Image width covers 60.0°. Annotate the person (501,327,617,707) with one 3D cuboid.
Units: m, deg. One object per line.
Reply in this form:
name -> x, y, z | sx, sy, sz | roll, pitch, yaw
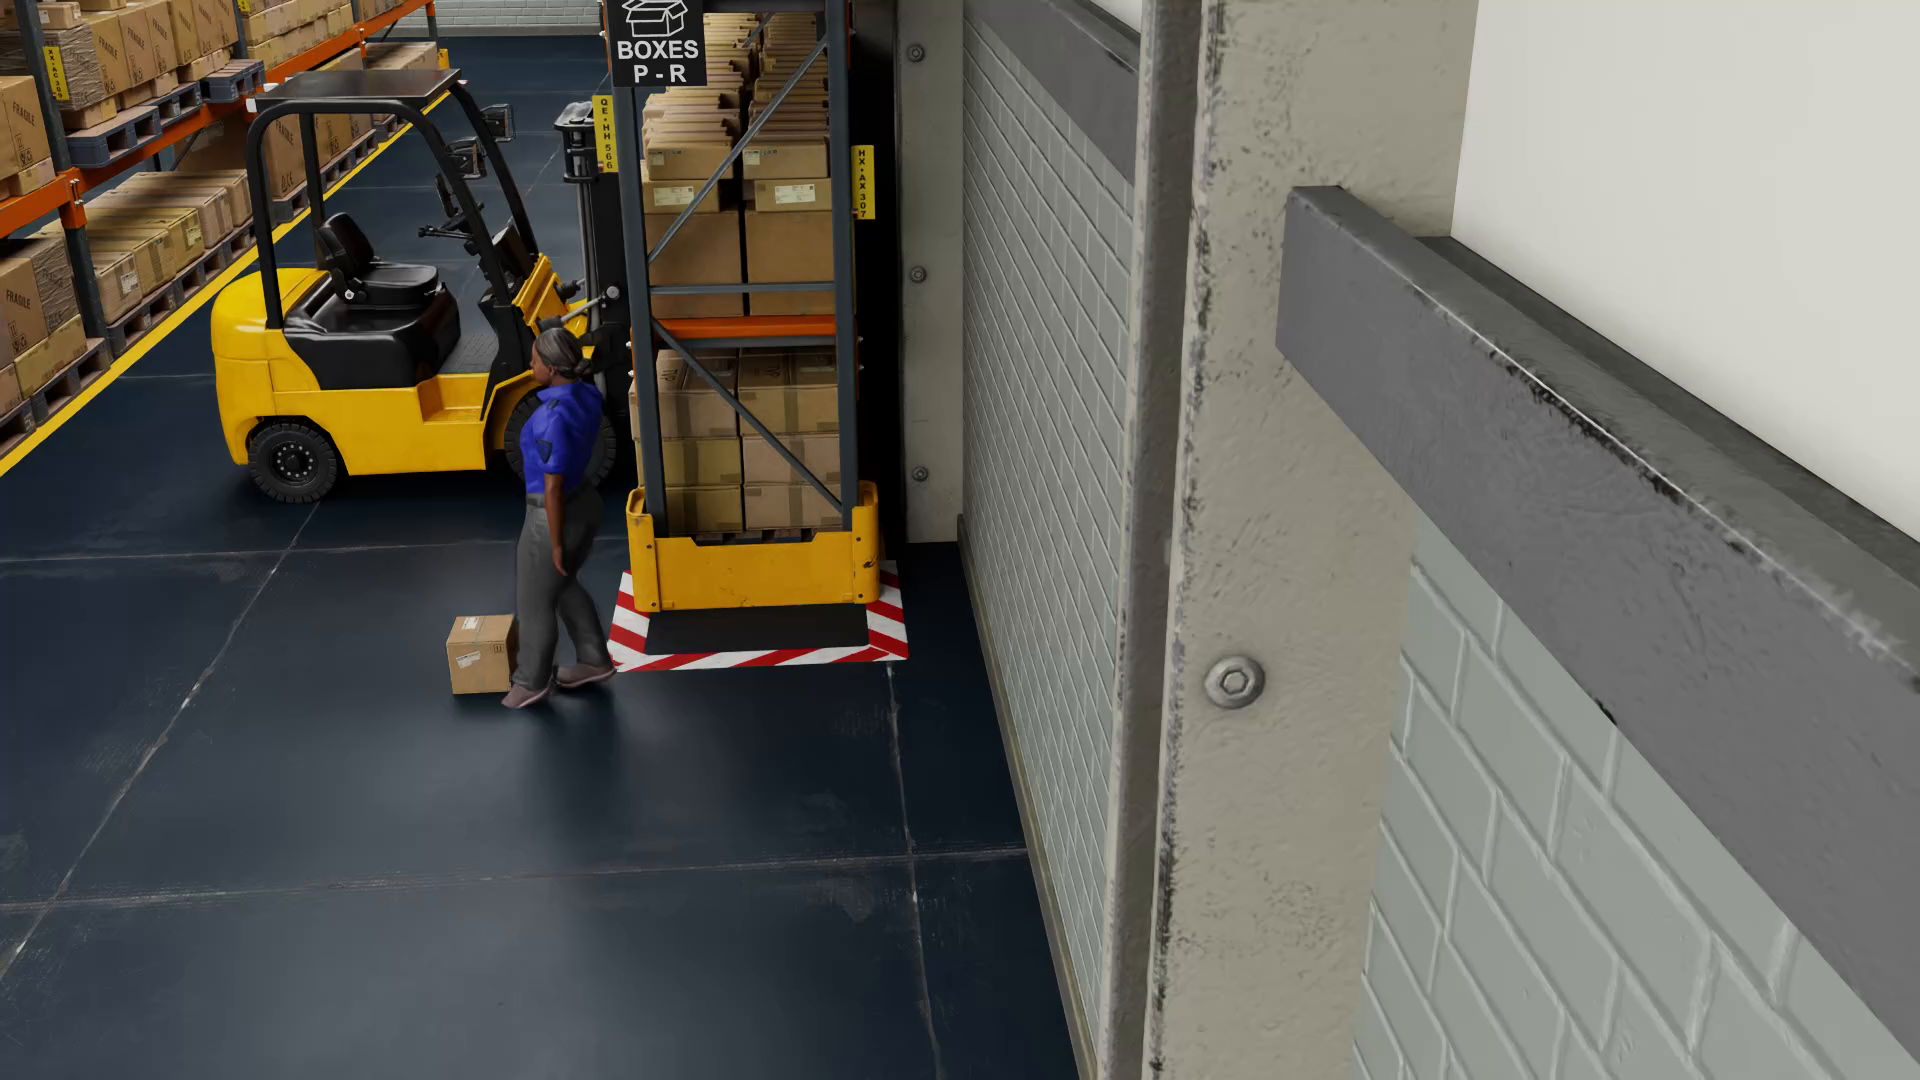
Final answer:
person -> -1.697, -0.054, 6.809 | 0.581, 1.731, 0.489 | 6, 25, 14
